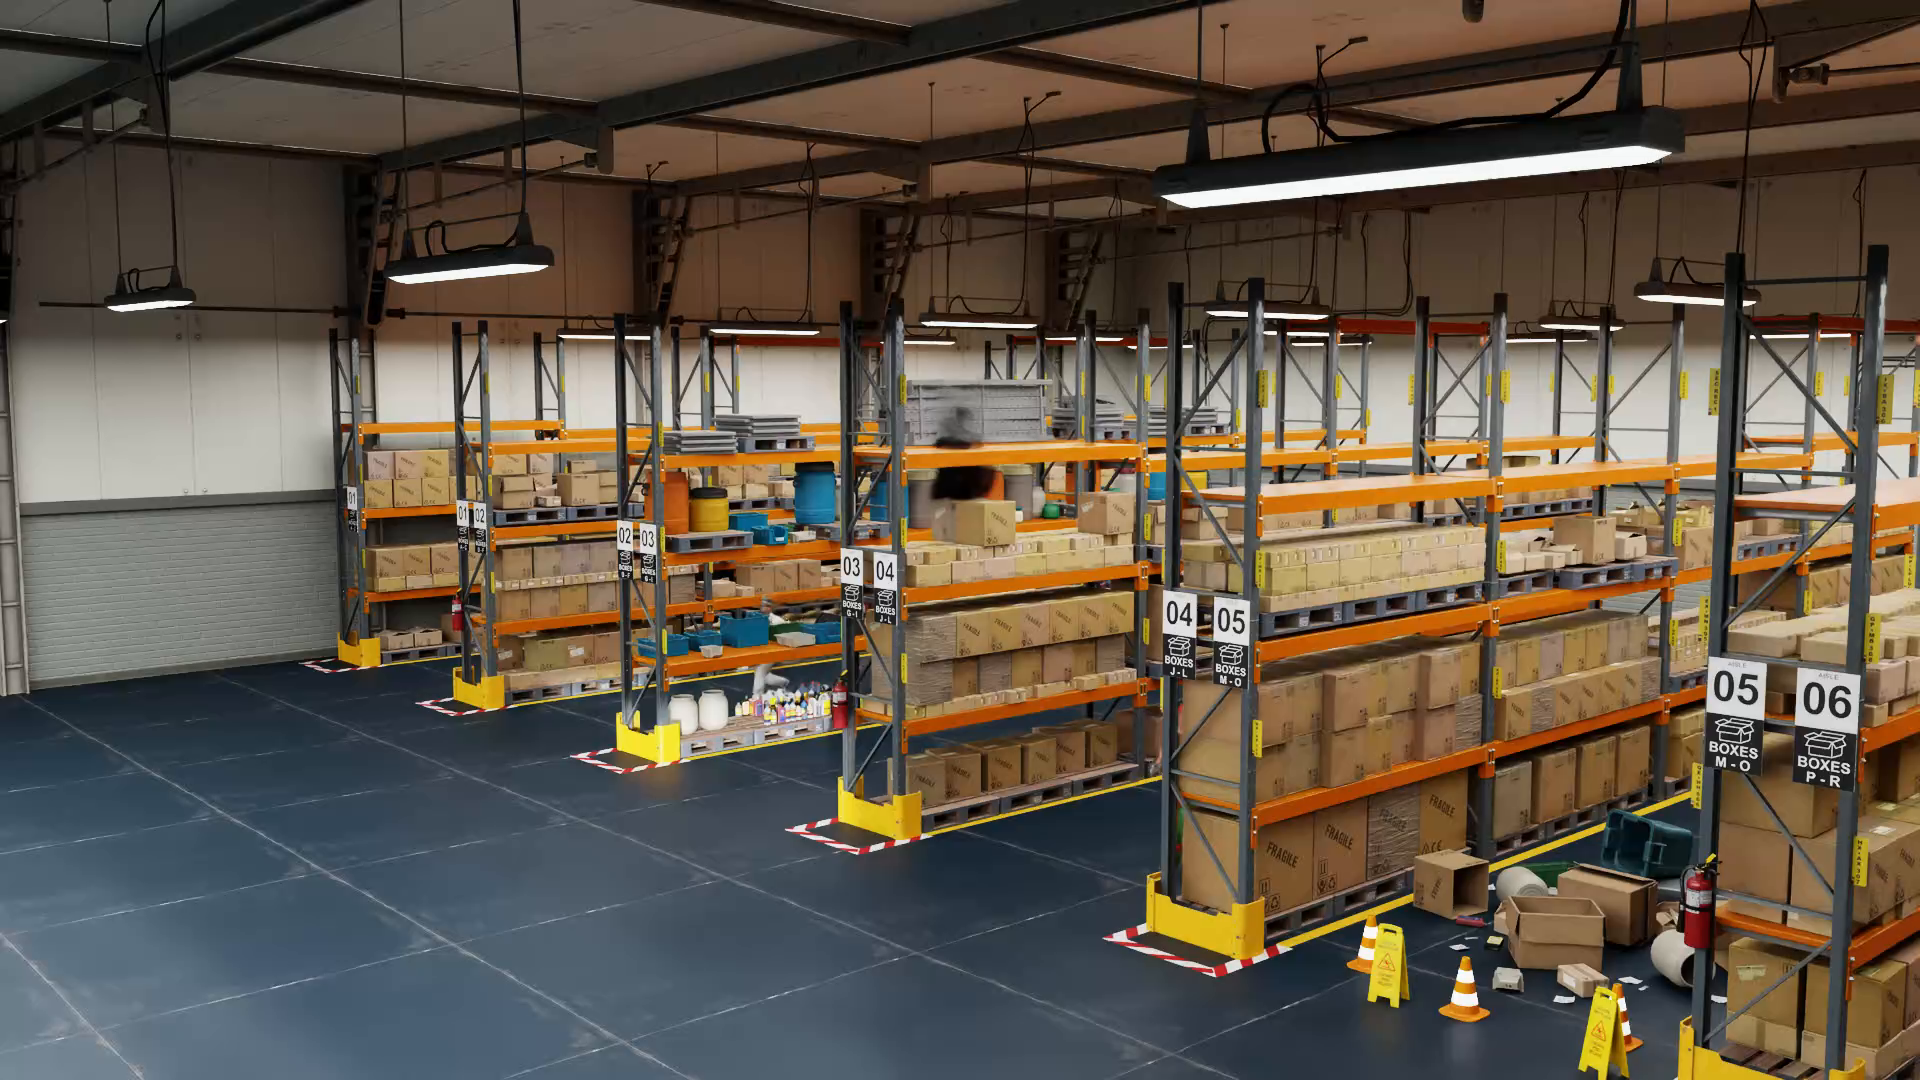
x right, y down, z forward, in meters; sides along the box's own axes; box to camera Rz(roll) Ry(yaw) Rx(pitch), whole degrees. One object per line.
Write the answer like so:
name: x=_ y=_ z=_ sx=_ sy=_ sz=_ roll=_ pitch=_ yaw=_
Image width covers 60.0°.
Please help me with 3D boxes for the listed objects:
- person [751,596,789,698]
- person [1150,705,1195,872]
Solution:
person: x=-3.008 y=1.740 z=25.810 sx=0.992 sy=1.747 sz=0.678 roll=-5 pitch=8 yaw=-42
person: x=2.309 y=2.571 z=17.198 sx=0.658 sy=1.768 sz=0.971 roll=5 pitch=7 yaw=39
